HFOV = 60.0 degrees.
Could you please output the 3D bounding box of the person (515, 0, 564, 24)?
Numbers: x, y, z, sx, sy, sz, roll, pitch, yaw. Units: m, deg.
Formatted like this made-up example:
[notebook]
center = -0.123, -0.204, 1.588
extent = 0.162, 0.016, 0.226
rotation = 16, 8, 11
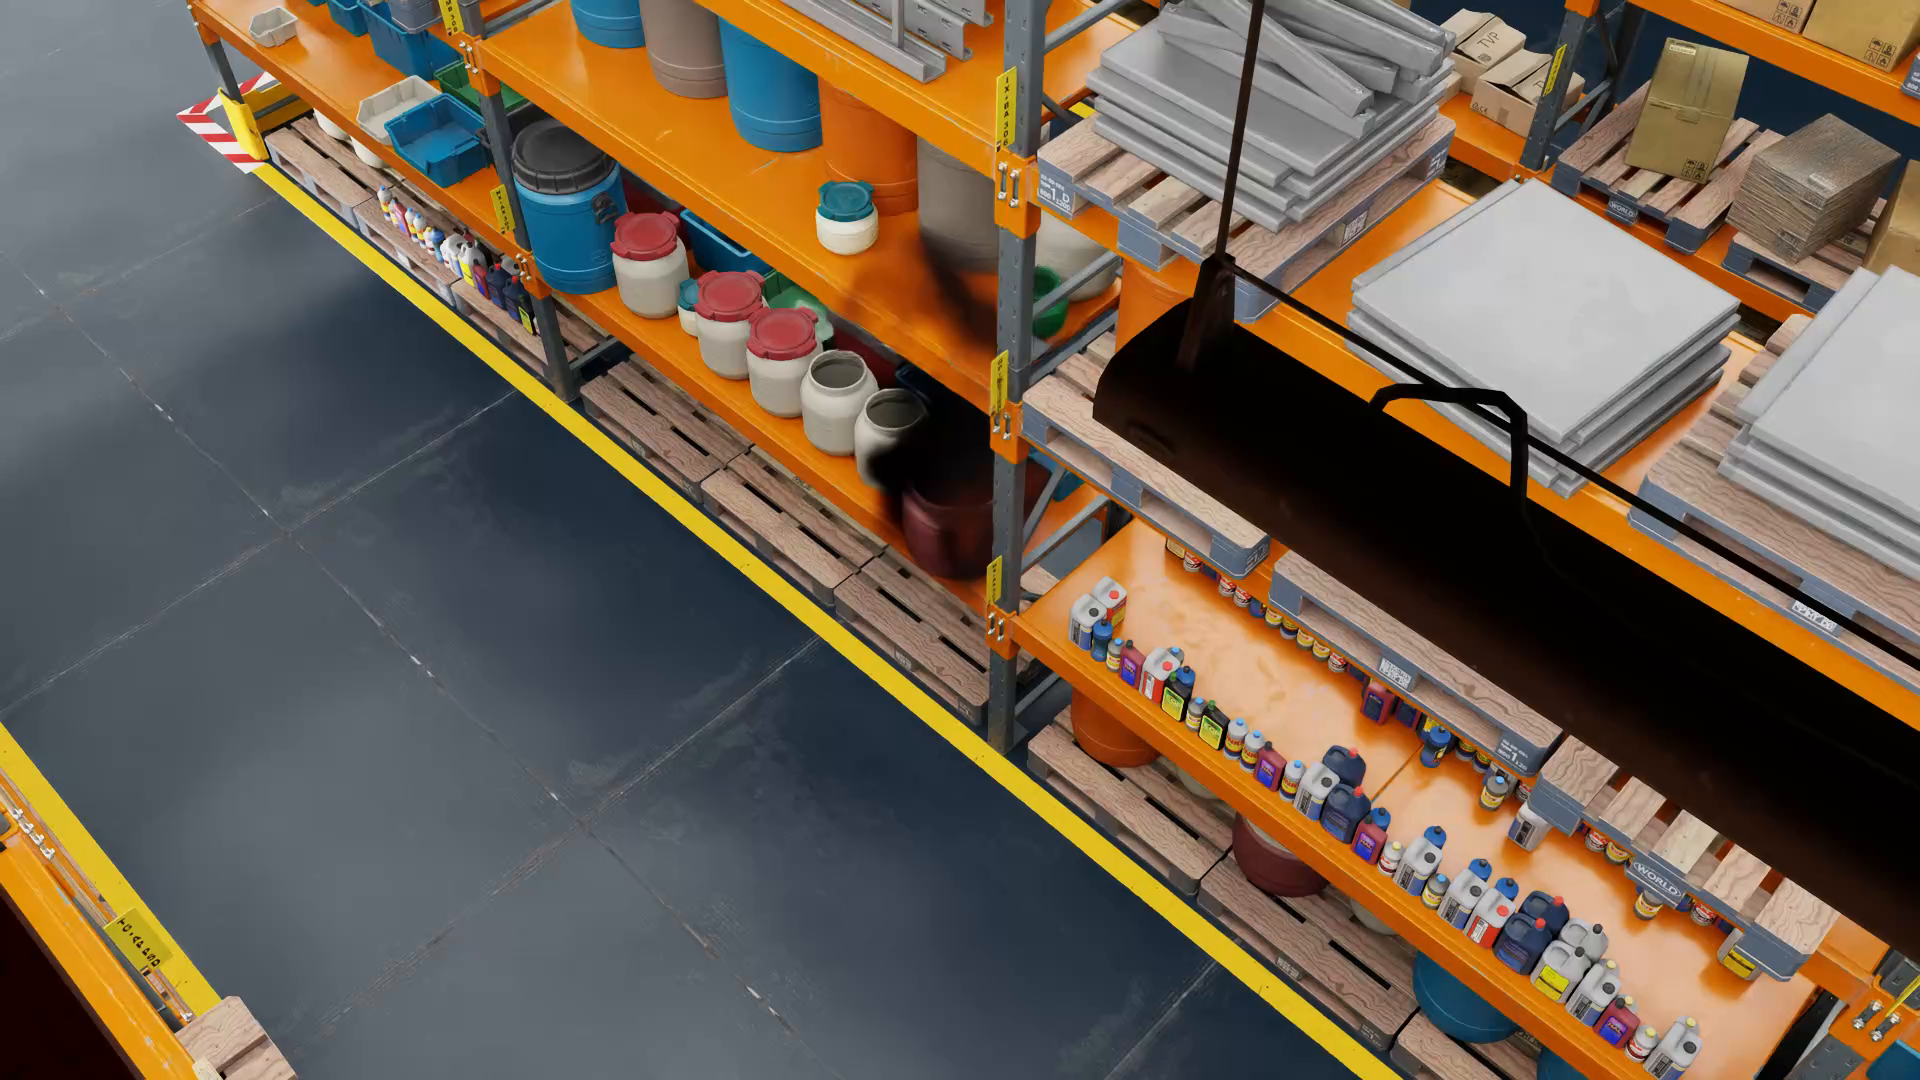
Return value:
[person]
center = -3.088, -4.055, 12.711
extent = 0.654, 1.656, 0.769
rotation = -10, 51, -8
